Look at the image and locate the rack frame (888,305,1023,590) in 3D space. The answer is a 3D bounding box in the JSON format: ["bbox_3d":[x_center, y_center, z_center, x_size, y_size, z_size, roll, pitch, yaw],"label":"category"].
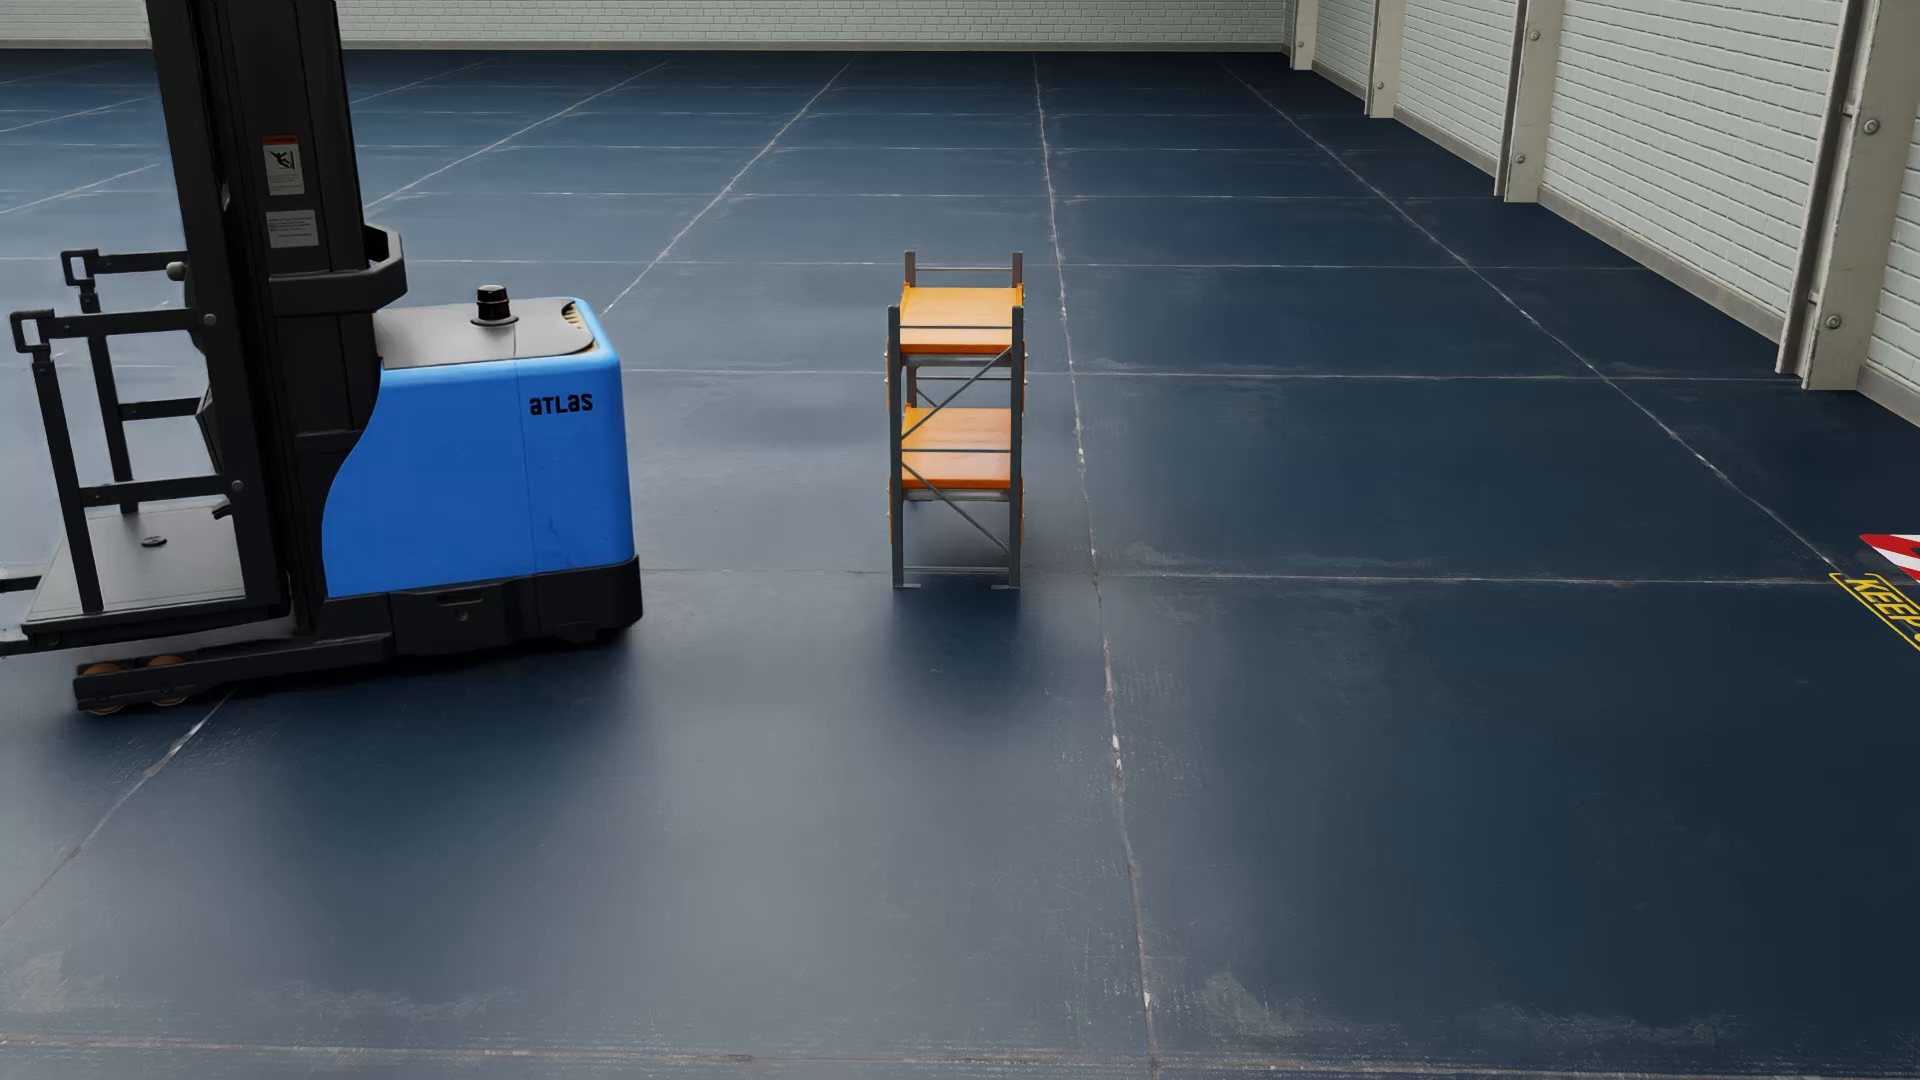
[{"bbox_3d":[-0.016,-0.338,6.345,0.500,1.125,0.032,1,21,2],"label":"rack frame"}]

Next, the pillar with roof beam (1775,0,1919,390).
[{"bbox_3d":[0.517,-5.142,7.840,9.100,9.000,0.400,1,21,2],"label":"pillar with roof beam"}]

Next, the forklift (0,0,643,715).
[{"bbox_3d":[-2.741,-1.000,5.554,3.031,2.935,1.130,-7,22,-17],"label":"forklift"}]

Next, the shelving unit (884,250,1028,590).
[{"bbox_3d":[0.000,-0.522,6.819,0.538,1.125,1.048,1,21,2],"label":"shelving unit"}]

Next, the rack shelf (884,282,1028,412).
[{"bbox_3d":[0.000,-0.795,6.713,0.538,0.278,1.000,1,21,2],"label":"rack shelf"}]

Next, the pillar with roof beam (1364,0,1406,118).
[{"bbox_3d":[0.882,-9.481,19.023,9.100,9.000,0.400,1,21,2],"label":"pillar with roof beam"}]

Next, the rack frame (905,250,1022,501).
[{"bbox_3d":[0.015,-0.706,7.293,0.500,1.125,0.032,1,21,2],"label":"rack frame"}]

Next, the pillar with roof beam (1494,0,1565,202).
[{"bbox_3d":[0.699,-7.311,13.432,9.100,9.000,0.400,1,21,2],"label":"pillar with roof beam"}]

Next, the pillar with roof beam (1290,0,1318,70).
[{"bbox_3d":[1.064,-11.650,24.614,9.100,9.000,0.400,1,21,2],"label":"pillar with roof beam"}]

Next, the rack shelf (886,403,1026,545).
[{"bbox_3d":[0.000,-0.294,6.908,0.538,0.278,1.000,1,21,2],"label":"rack shelf"}]
